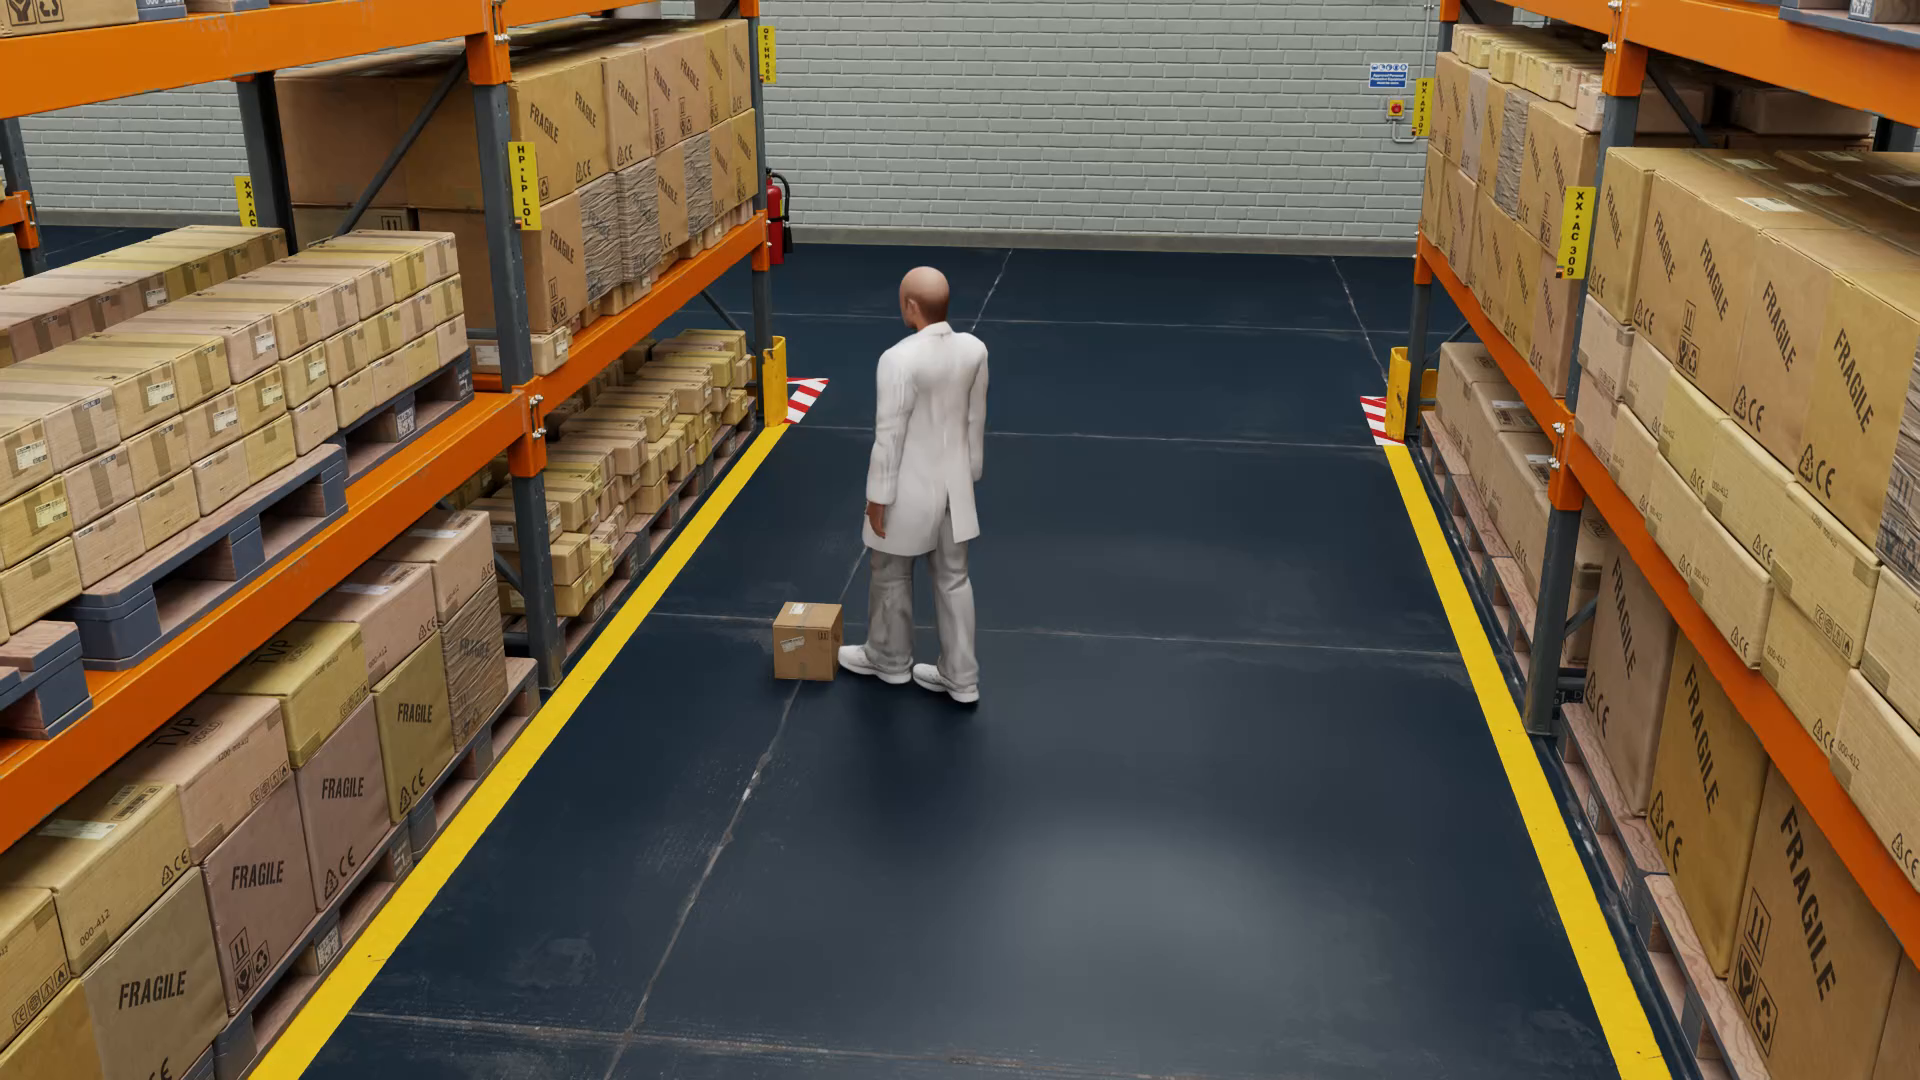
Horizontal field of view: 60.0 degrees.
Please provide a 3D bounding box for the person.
[{"bbox_3d":[-0.201,-0.233,6.684,0.590,1.770,0.700,-16,26,-36],"label":"person"}]
